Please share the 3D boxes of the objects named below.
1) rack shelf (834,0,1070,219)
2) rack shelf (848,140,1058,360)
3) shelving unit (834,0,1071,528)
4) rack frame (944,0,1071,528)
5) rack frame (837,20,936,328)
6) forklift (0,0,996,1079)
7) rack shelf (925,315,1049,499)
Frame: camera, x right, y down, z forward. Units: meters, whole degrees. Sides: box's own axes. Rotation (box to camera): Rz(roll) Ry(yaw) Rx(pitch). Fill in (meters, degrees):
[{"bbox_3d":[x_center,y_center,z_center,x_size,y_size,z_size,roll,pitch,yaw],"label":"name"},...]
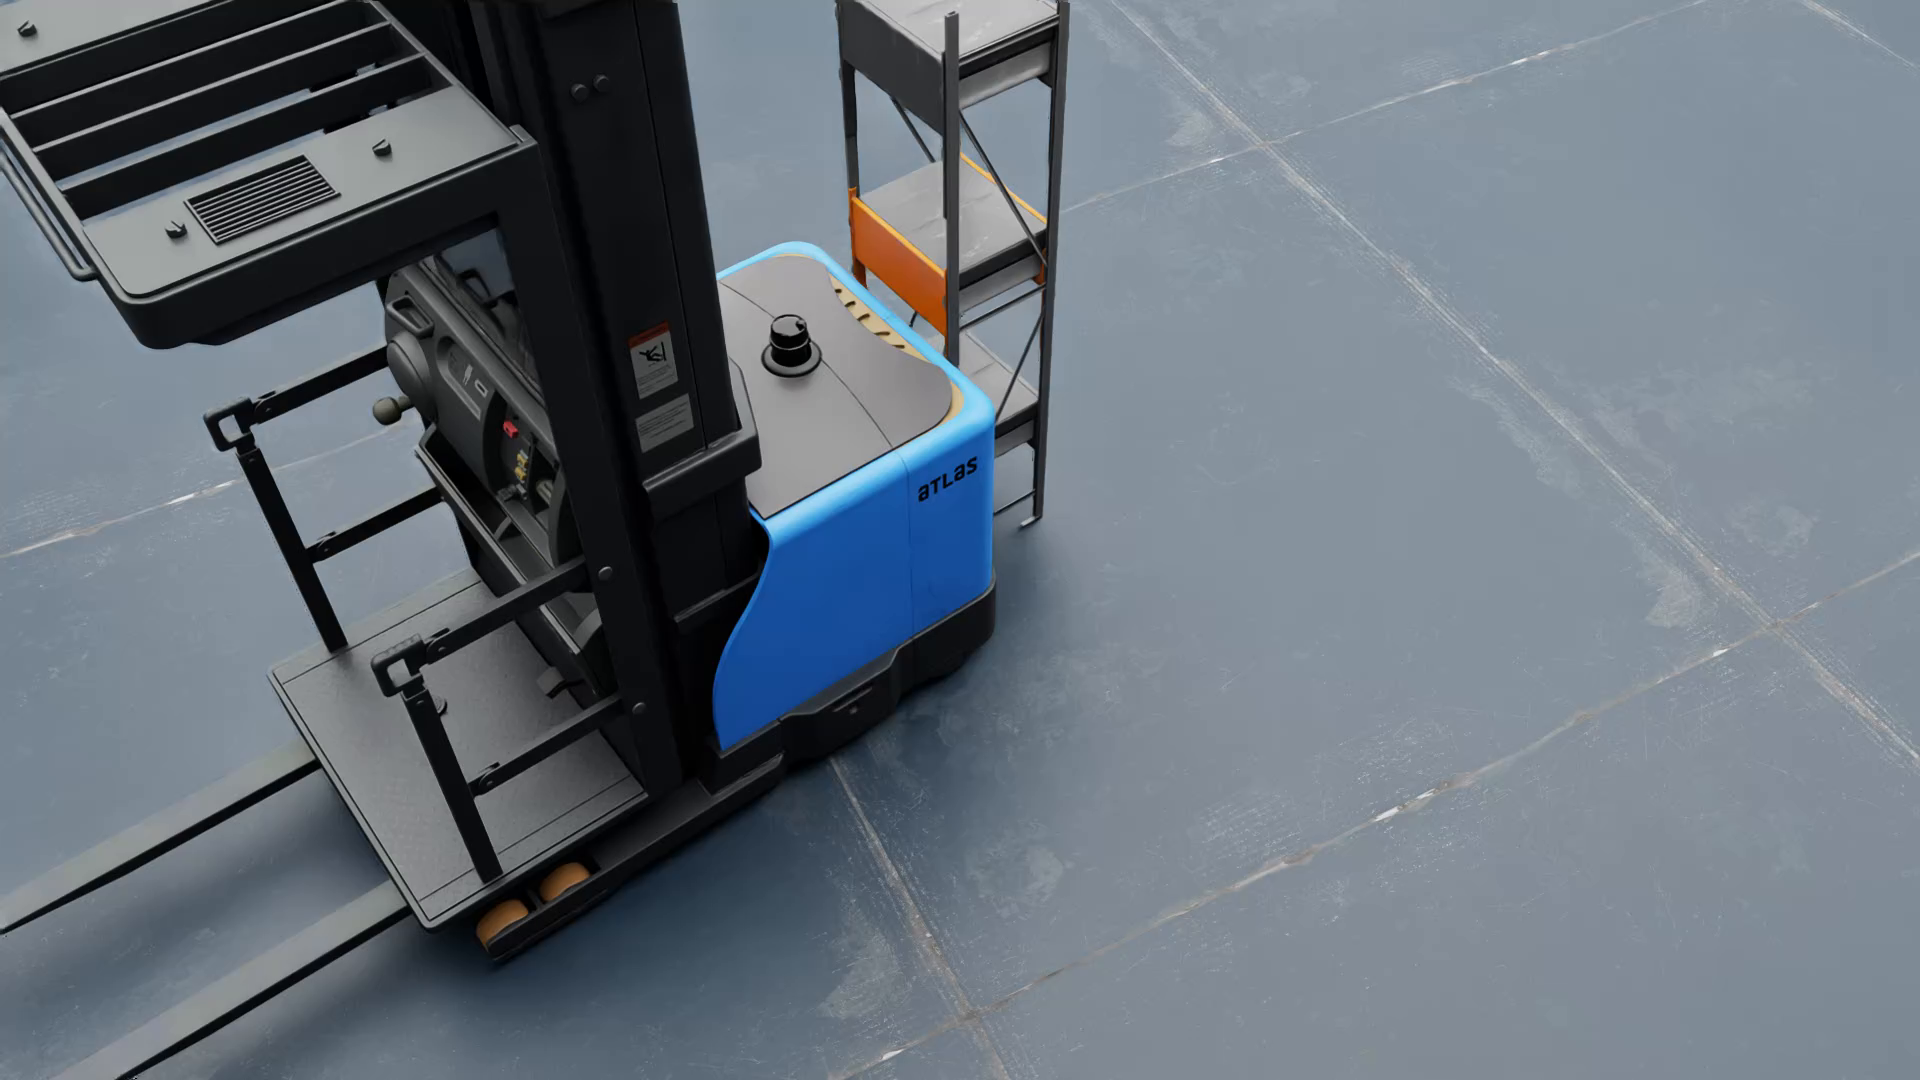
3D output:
[{"bbox_3d":[-0.024,-1.285,4.567,0.431,0.518,0.480,-30,55,-24],"label":"rack shelf"},{"bbox_3d":[-0.023,-0.824,5.093,0.431,0.518,0.480,-30,55,-24],"label":"rack shelf"},{"bbox_3d":[-0.023,-0.833,5.083,0.431,2.100,0.503,-30,55,-24],"label":"shelving unit"},{"bbox_3d":[0.125,-0.687,4.955,0.400,2.100,0.015,-30,55,-24],"label":"rack frame"},{"bbox_3d":[-0.172,-0.978,5.211,0.400,2.100,0.015,-30,55,-24],"label":"rack frame"},{"bbox_3d":[-1.360,-0.242,4.015,3.031,2.935,1.130,-30,55,-24],"label":"forklift"},{"bbox_3d":[-0.023,-0.362,5.619,0.431,0.518,0.480,-30,55,-24],"label":"rack shelf"}]
